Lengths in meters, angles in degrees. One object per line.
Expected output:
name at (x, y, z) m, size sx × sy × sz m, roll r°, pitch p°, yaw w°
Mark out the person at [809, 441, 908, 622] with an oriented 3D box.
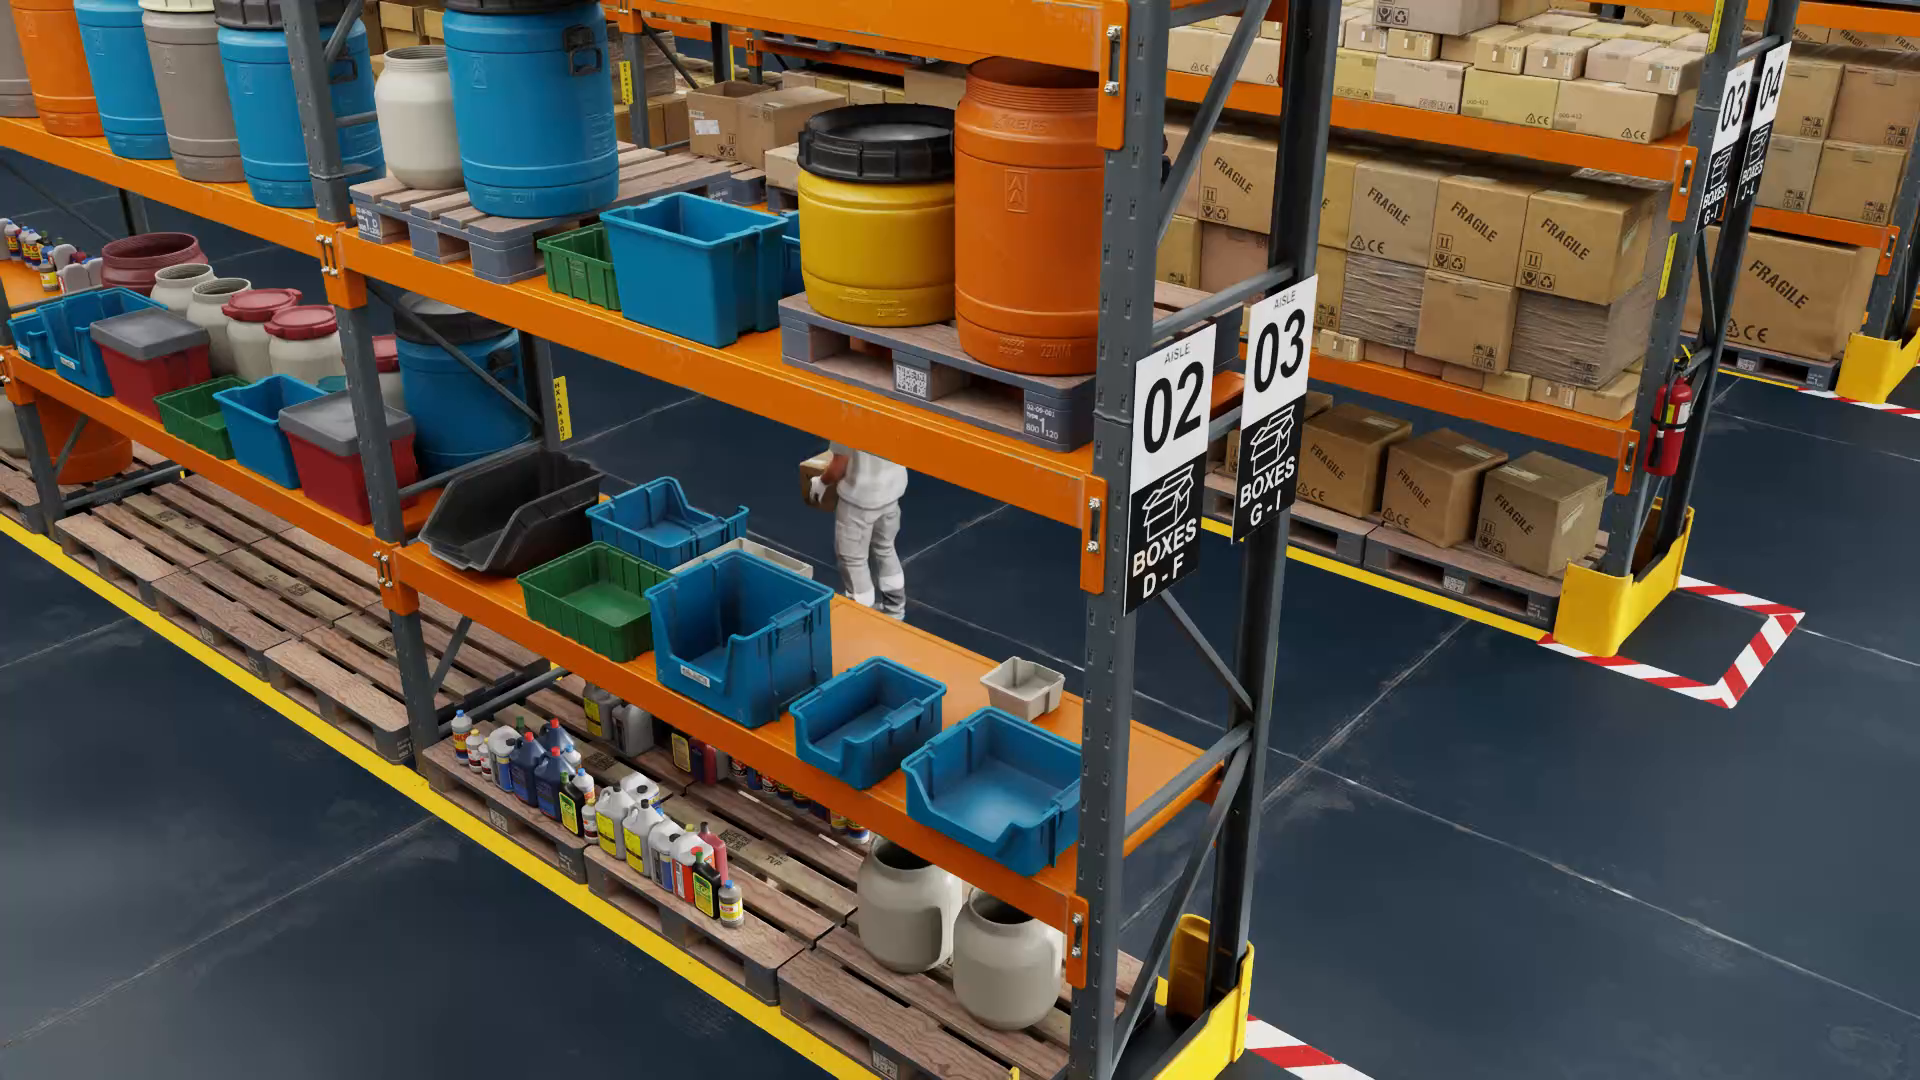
person at (-0.547, -0.270, 9.114) m, size 0.486 × 1.793 × 0.531 m, roll 20°, pitch 33°, yaw 34°
